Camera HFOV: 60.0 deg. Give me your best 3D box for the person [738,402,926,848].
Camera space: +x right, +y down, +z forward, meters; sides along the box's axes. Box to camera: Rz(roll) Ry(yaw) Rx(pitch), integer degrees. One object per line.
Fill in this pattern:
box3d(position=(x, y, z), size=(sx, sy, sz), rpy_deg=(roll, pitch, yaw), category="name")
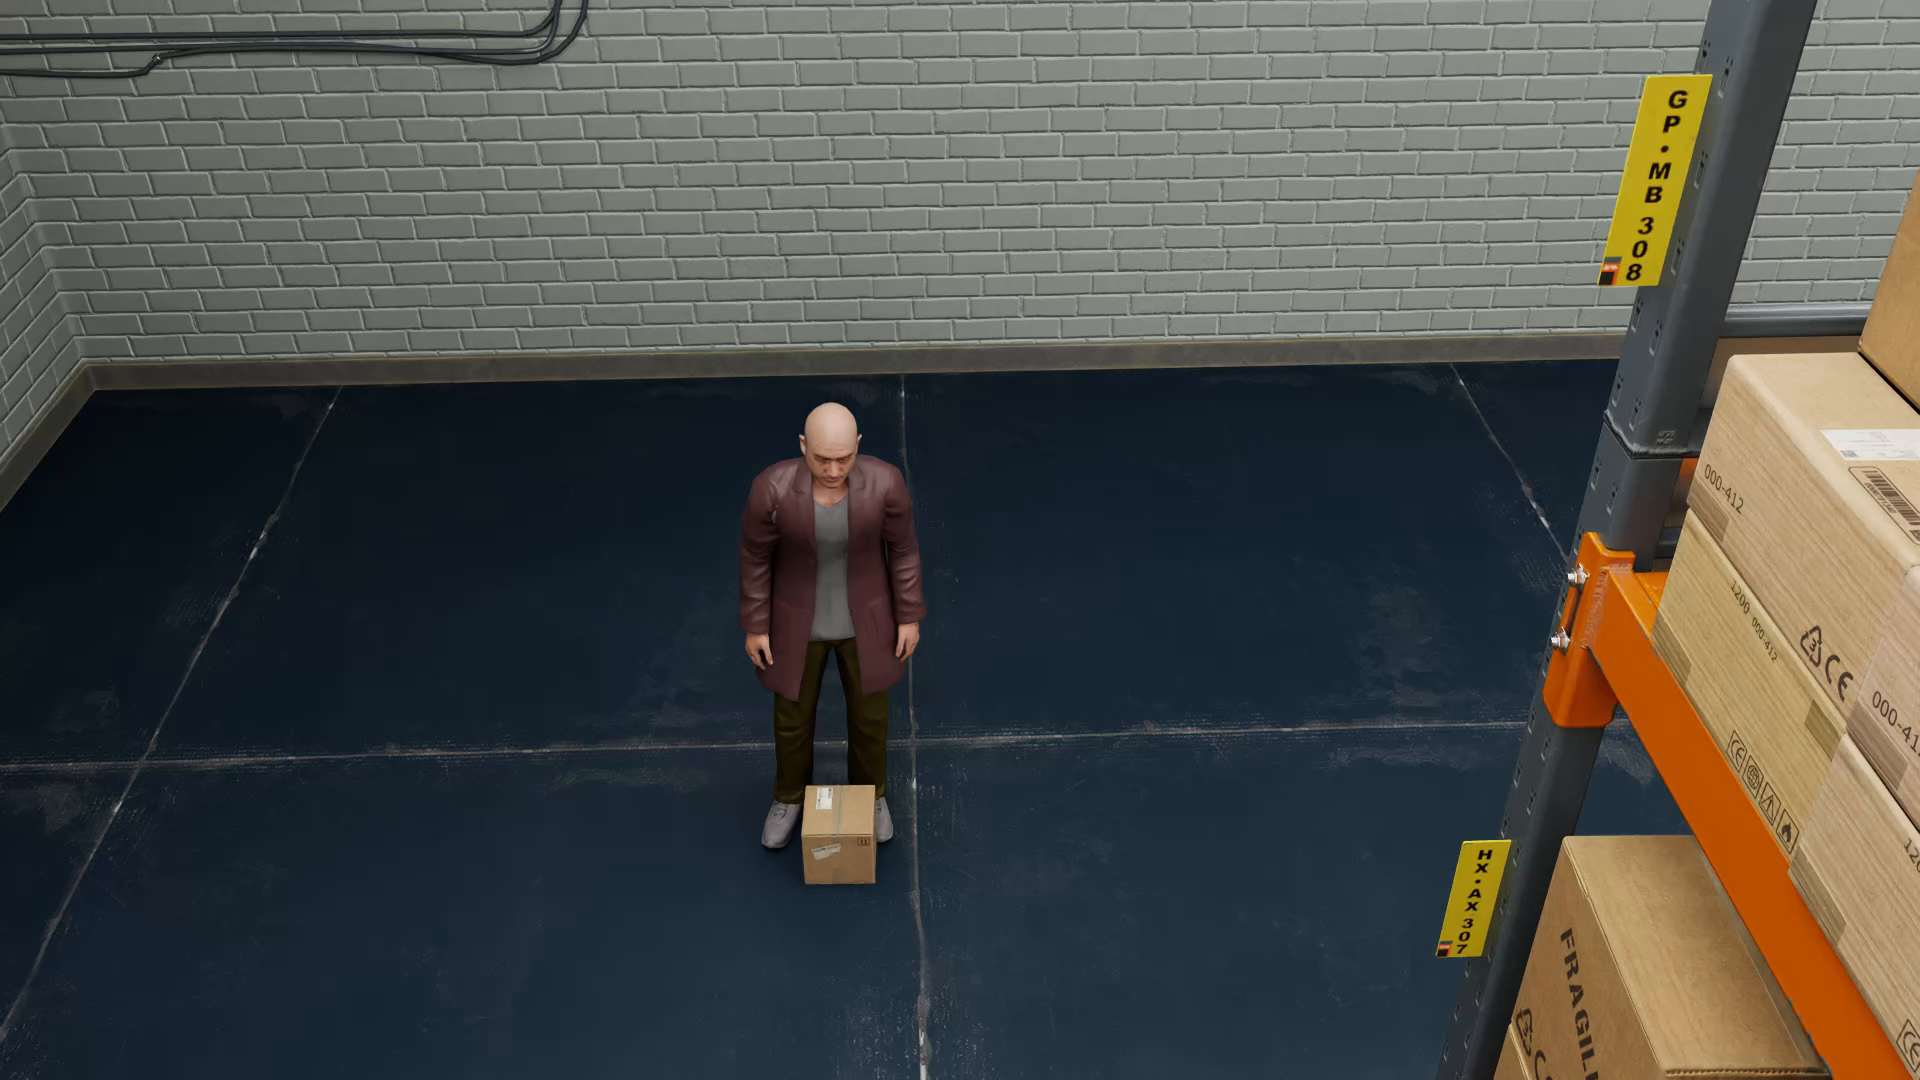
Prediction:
box3d(position=(-0.438, 0.290, 5.741), size=(0.648, 1.772, 0.429), rpy_deg=(-4, 35, -5), category="person")
